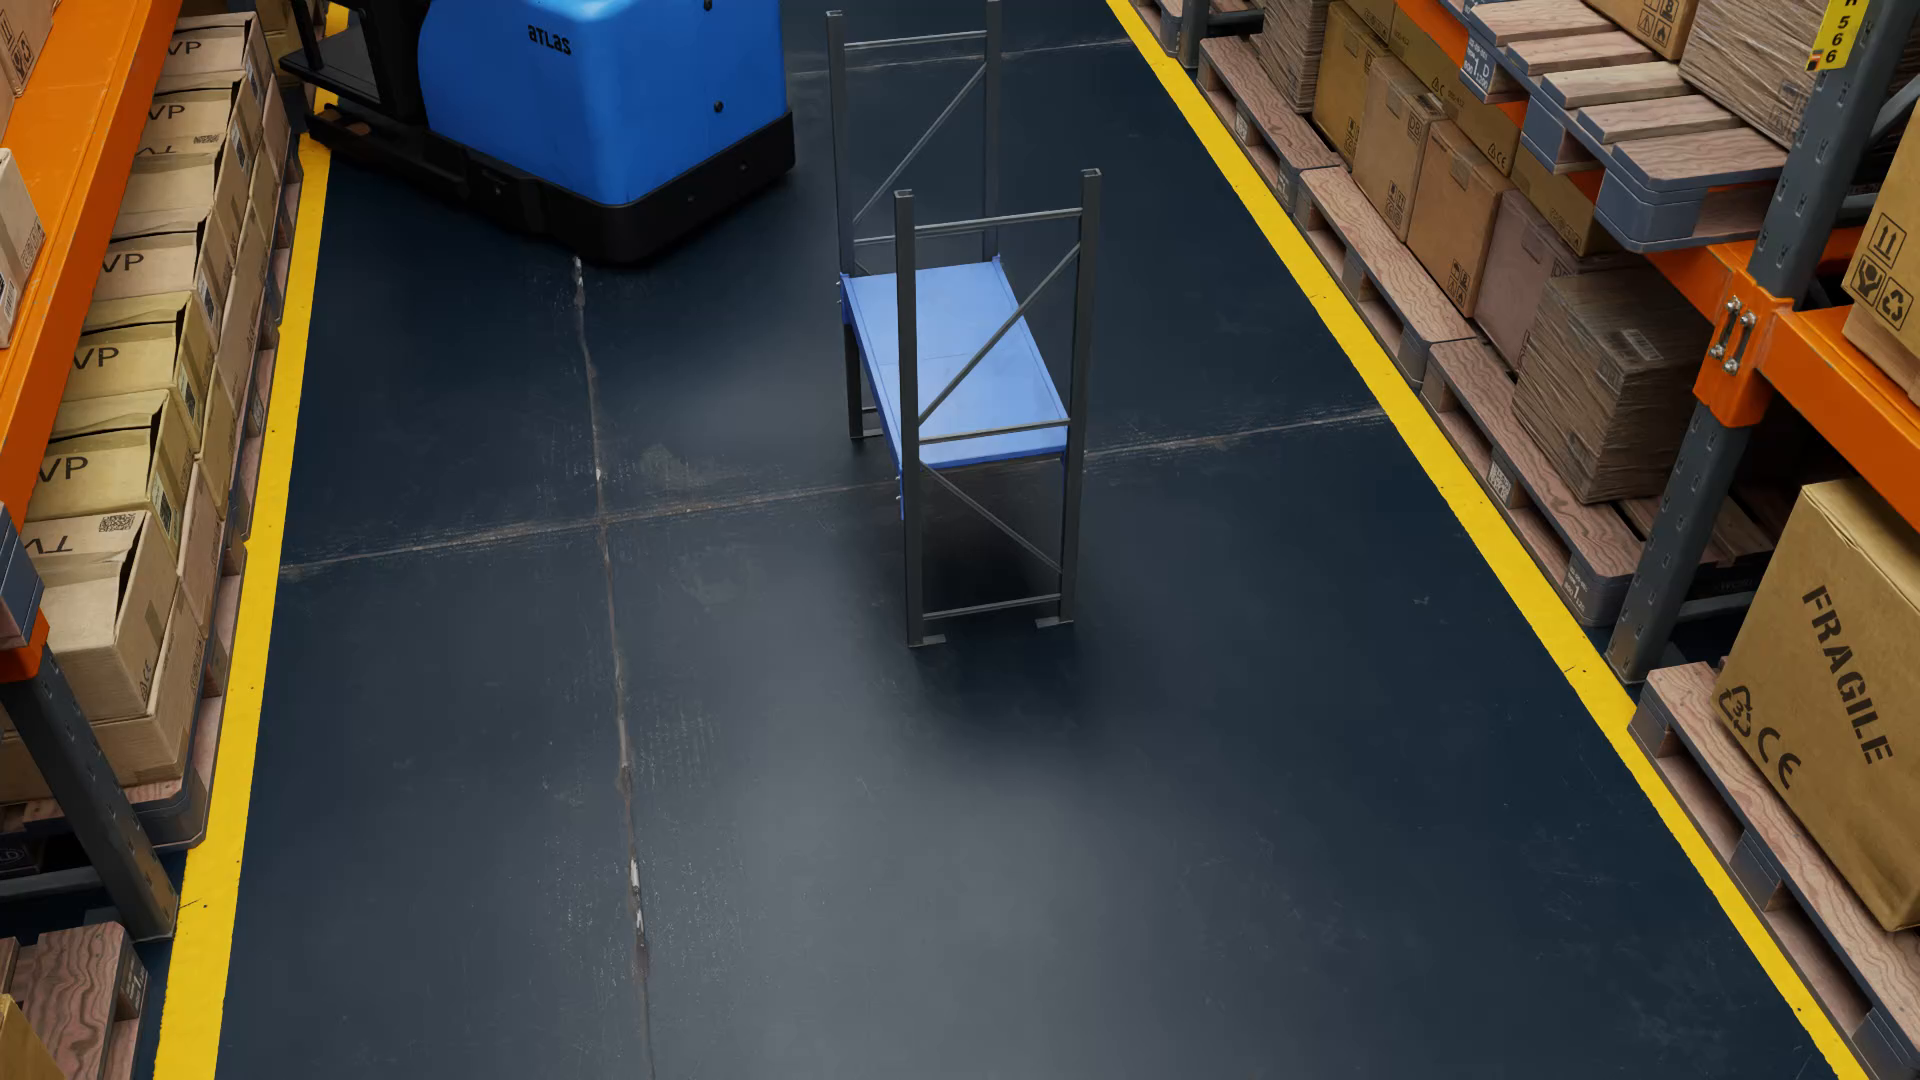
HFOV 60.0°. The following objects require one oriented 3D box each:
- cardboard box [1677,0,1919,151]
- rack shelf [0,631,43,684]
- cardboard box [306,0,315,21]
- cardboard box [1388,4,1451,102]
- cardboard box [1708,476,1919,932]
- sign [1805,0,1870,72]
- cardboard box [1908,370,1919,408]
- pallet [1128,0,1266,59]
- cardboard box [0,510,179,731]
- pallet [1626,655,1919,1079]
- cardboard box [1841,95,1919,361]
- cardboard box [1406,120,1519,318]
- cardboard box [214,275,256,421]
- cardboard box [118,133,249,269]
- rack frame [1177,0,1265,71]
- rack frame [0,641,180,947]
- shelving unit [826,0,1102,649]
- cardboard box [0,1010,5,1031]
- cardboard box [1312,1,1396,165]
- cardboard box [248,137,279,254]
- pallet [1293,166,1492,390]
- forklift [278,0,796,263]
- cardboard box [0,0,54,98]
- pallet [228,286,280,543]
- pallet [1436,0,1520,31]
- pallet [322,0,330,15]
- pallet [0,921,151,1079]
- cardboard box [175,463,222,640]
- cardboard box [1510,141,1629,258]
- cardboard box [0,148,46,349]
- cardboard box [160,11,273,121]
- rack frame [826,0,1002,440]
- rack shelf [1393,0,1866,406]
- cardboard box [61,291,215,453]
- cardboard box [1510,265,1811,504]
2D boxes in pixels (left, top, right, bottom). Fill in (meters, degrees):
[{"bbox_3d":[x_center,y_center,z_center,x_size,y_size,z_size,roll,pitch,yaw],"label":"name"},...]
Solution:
[{"bbox_3d":[2.270,-1.316,4.066,0.700,0.500,0.500,-13,43,-14],"label":"cardboard box"},{"bbox_3d":[-2.023,1.467,1.879,1.077,0.370,4.000,-8,42,-9],"label":"rack shelf"},{"bbox_3d":[-3.225,-2.489,7.549,0.500,0.250,0.500,-8,42,-9],"label":"cardboard box"},{"bbox_3d":[1.908,-1.817,6.024,0.500,0.250,0.500,-9,42,-11],"label":"cardboard box"},{"bbox_3d":[2.412,0.332,3.920,0.750,0.750,0.750,-9,42,-10],"label":"cardboard box"},{"bbox_3d":[1.854,-1.130,3.451,0.100,0.325,0.005,-8,42,-9],"label":"sign"},{"bbox_3d":[2.272,-0.313,3.517,0.380,0.149,0.250,-8,42,-9],"label":"cardboard box"},{"bbox_3d":[1.339,-2.791,8.235,1.003,0.211,1.213,-8,42,-9],"label":"pallet"},{"bbox_3d":[-2.281,0.182,4.118,0.500,0.311,0.500,-7,42,-8],"label":"cardboard box"},{"bbox_3d":[2.478,0.754,4.241,1.003,0.211,1.213,-8,42,-9],"label":"pallet"},{"bbox_3d":[2.236,-0.615,3.369,0.500,0.500,0.500,-7,42,-8],"label":"cardboard box"},{"bbox_3d":[2.043,-1.168,5.858,0.700,0.500,0.500,-9,42,-10],"label":"cardboard box"},{"bbox_3d":[-2.619,-0.603,5.424,0.500,0.250,0.500,-8,42,-8],"label":"cardboard box"},{"bbox_3d":[-2.727,-1.148,5.616,0.500,0.311,0.500,-8,42,-9],"label":"cardboard box"},{"bbox_3d":[1.518,-3.403,6.824,1.000,3.000,0.127,-8,42,-9],"label":"rack frame"},{"bbox_3d":[-2.455,-0.098,3.101,1.000,3.000,0.127,-8,42,-9],"label":"rack frame"},{"bbox_3d":[-0.018,-0.616,4.814,0.538,1.500,1.048,-8,42,-9],"label":"shelving unit"},{"bbox_3d":[-2.007,1.000,2.850,0.500,0.250,0.500,-7,42,-8],"label":"cardboard box"},{"bbox_3d":[1.854,-1.830,6.604,0.700,0.500,0.500,-9,42,-10],"label":"cardboard box"},{"bbox_3d":[-2.838,-1.264,6.170,0.500,0.250,0.500,-9,42,-10],"label":"cardboard box"},{"bbox_3d":[1.954,-1.064,6.289,1.003,0.211,1.213,-8,42,-9],"label":"pallet"},{"bbox_3d":[-2.169,-2.948,6.363,3.031,2.935,1.130,26,48,26],"label":"forklift"},{"bbox_3d":[-2.946,-1.562,4.675,0.500,0.500,0.500,-8,42,-9],"label":"cardboard box"},{"bbox_3d":[-2.854,-0.384,5.523,1.003,0.211,1.213,-8,42,-9],"label":"pallet"},{"bbox_3d":[1.914,-2.016,5.406,1.003,0.211,1.213,-8,42,-9],"label":"pallet"},{"bbox_3d":[-3.716,-2.962,8.428,1.003,0.211,1.213,-8,42,-9],"label":"pallet"},{"bbox_3d":[-2.330,1.434,3.476,1.003,0.211,1.213,-8,42,-9],"label":"pallet"},{"bbox_3d":[-2.390,0.066,4.671,0.500,0.250,0.500,-9,42,-10],"label":"cardboard box"},{"bbox_3d":[2.113,-1.158,5.282,0.500,0.250,0.500,-8,42,-8],"label":"cardboard box"},{"bbox_3d":[-2.459,-0.672,3.815,0.500,0.311,0.500,-9,42,-10],"label":"cardboard box"},{"bbox_3d":[-2.951,-1.808,6.360,0.500,0.311,0.500,-8,42,-9],"label":"cardboard box"},{"bbox_3d":[-0.128,-0.946,5.186,0.500,1.500,0.032,-8,42,-9],"label":"rack frame"},{"bbox_3d":[1.950,-1.838,5.603,1.077,0.370,4.000,-8,42,-9],"label":"rack shelf"},{"bbox_3d":[-2.510,-0.488,4.873,0.500,0.311,0.500,-9,42,-10],"label":"cardboard box"},{"bbox_3d":[2.175,-0.499,5.105,0.700,0.500,0.500,-8,42,-9],"label":"cardboard box"}]
